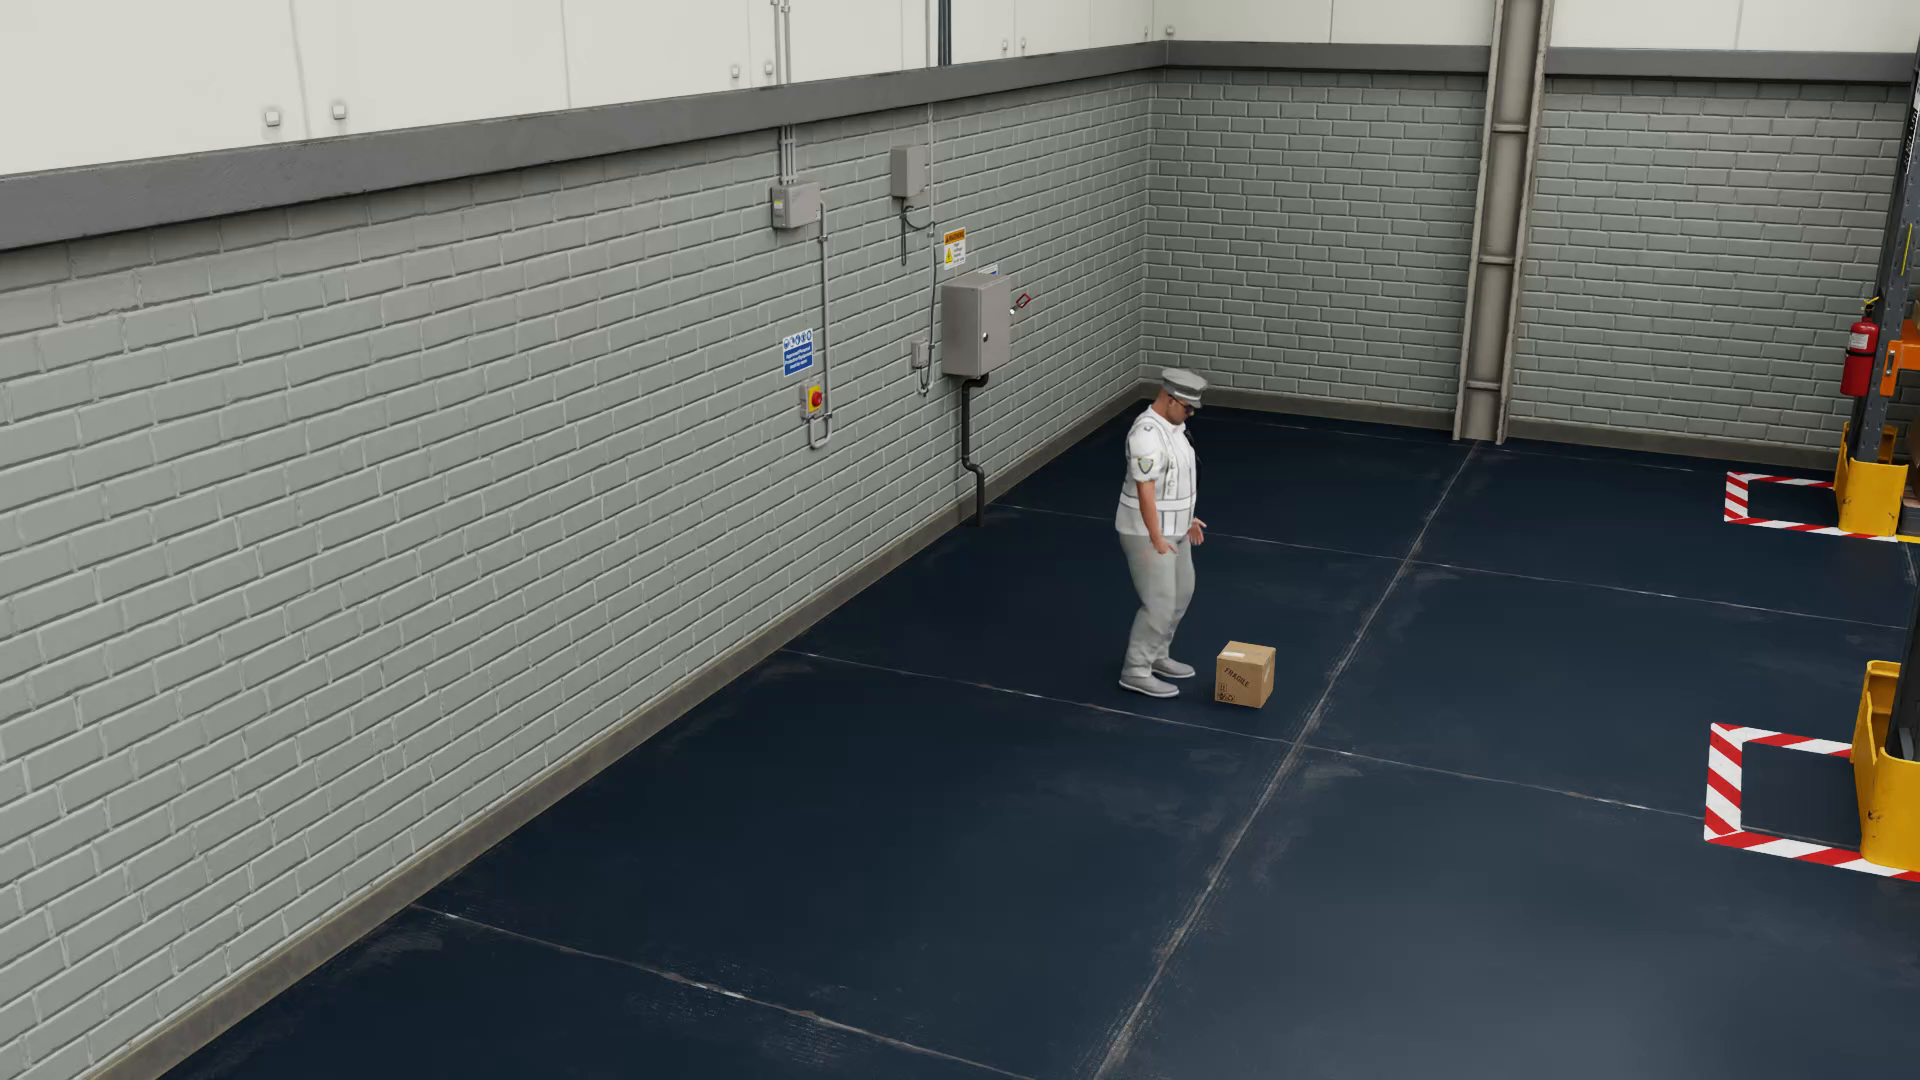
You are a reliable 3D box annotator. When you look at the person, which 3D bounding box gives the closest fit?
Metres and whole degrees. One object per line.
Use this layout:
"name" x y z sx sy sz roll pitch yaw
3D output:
"person" 1.058 -0.054 8.770 0.424 1.726 0.544 9 21 24
